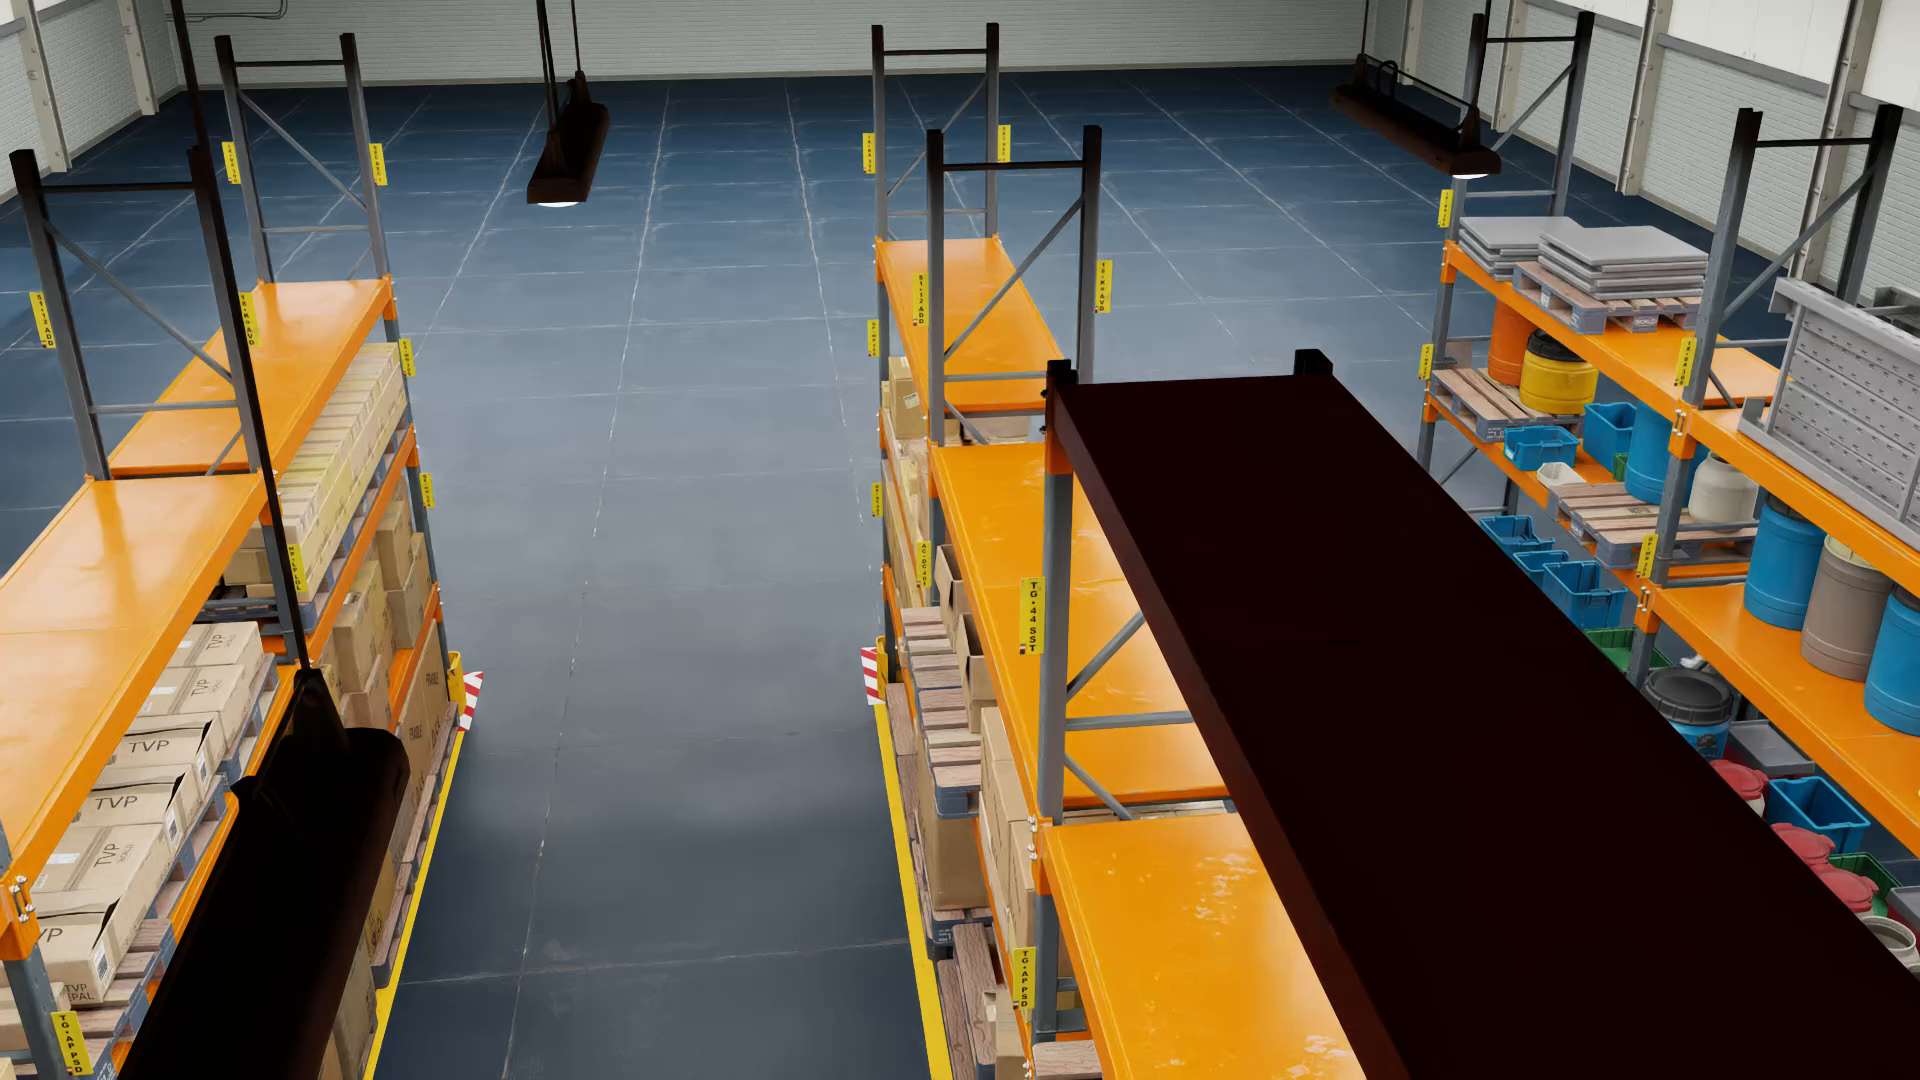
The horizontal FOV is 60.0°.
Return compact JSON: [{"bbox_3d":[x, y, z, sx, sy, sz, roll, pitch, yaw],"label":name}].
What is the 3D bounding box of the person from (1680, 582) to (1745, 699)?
[{"bbox_3d":[7.139,0.651,15.234,0.554,1.624,0.996,-19,32,-35],"label":"person"}]
